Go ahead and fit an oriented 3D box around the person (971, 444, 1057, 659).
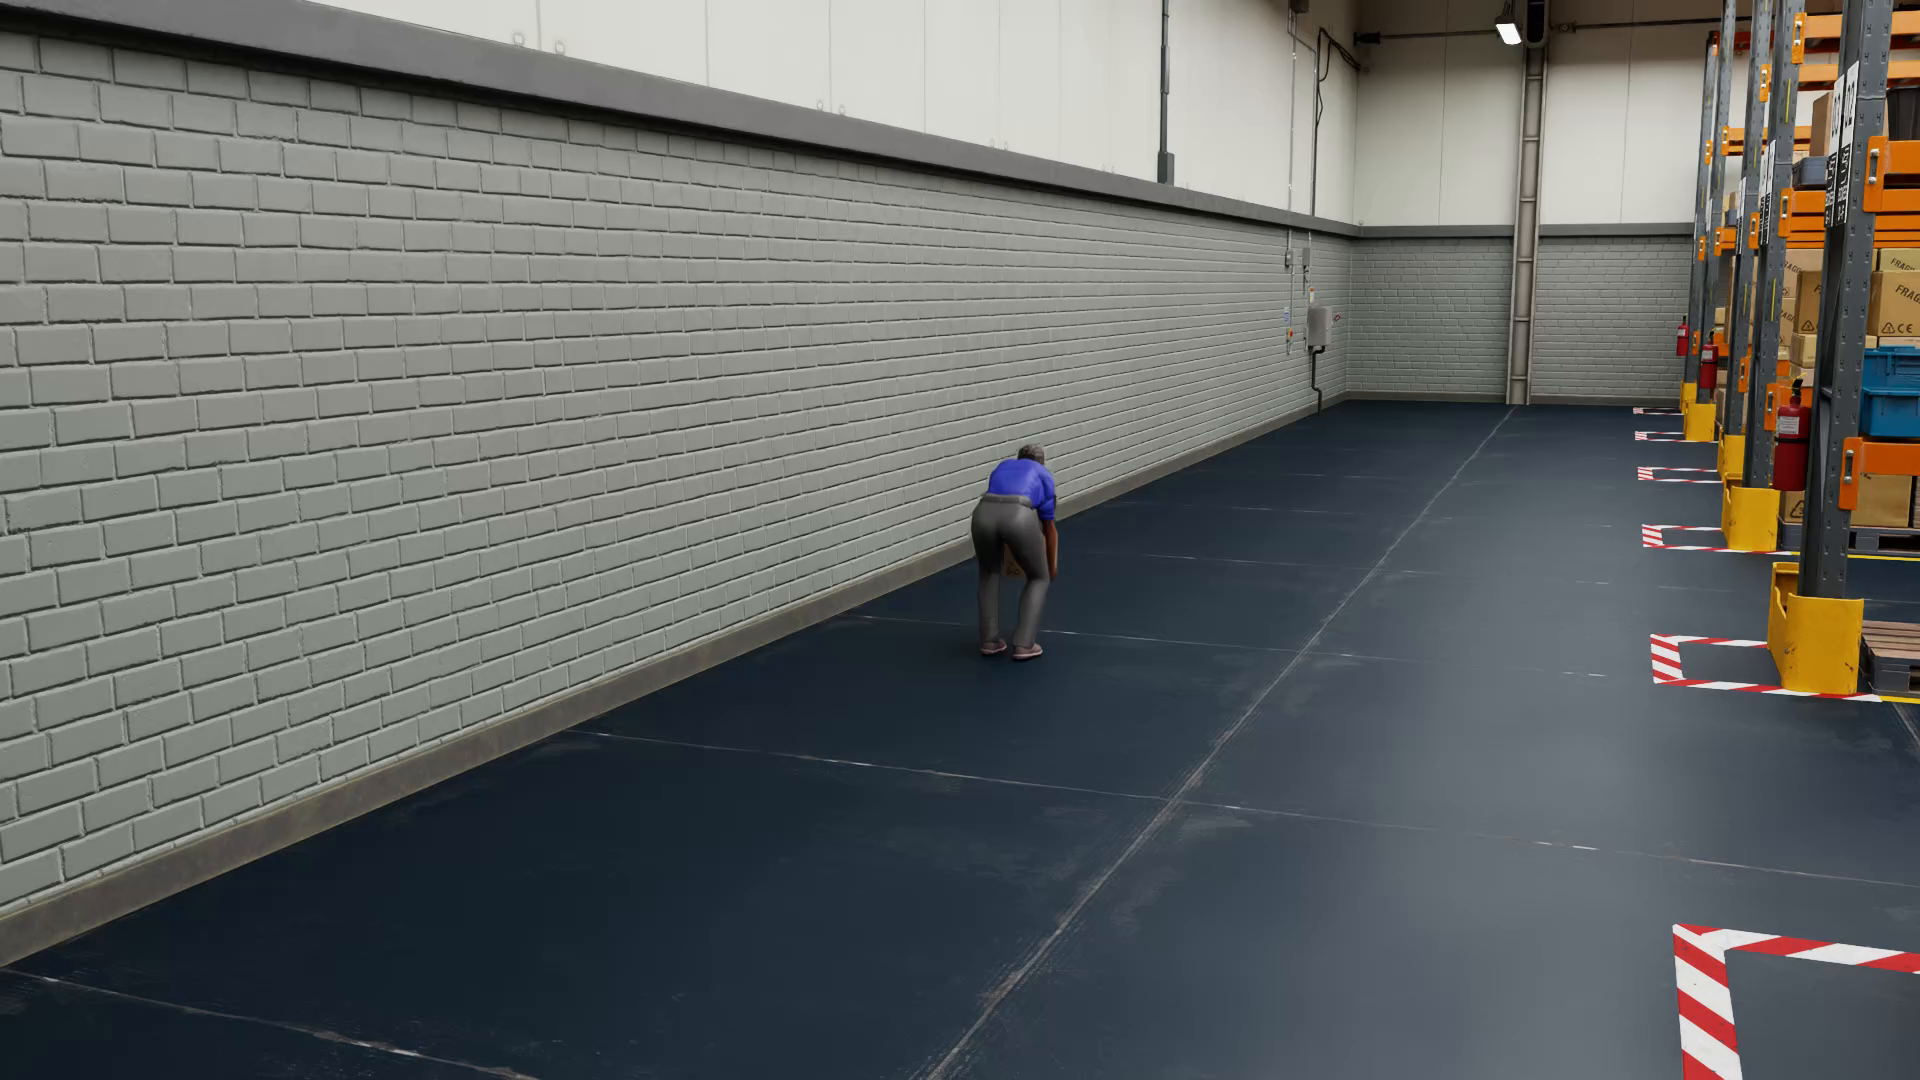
[{"bbox_3d":[0.333,0.060,9.598,0.430,1.168,0.837,3,9,19],"label":"person"}]
